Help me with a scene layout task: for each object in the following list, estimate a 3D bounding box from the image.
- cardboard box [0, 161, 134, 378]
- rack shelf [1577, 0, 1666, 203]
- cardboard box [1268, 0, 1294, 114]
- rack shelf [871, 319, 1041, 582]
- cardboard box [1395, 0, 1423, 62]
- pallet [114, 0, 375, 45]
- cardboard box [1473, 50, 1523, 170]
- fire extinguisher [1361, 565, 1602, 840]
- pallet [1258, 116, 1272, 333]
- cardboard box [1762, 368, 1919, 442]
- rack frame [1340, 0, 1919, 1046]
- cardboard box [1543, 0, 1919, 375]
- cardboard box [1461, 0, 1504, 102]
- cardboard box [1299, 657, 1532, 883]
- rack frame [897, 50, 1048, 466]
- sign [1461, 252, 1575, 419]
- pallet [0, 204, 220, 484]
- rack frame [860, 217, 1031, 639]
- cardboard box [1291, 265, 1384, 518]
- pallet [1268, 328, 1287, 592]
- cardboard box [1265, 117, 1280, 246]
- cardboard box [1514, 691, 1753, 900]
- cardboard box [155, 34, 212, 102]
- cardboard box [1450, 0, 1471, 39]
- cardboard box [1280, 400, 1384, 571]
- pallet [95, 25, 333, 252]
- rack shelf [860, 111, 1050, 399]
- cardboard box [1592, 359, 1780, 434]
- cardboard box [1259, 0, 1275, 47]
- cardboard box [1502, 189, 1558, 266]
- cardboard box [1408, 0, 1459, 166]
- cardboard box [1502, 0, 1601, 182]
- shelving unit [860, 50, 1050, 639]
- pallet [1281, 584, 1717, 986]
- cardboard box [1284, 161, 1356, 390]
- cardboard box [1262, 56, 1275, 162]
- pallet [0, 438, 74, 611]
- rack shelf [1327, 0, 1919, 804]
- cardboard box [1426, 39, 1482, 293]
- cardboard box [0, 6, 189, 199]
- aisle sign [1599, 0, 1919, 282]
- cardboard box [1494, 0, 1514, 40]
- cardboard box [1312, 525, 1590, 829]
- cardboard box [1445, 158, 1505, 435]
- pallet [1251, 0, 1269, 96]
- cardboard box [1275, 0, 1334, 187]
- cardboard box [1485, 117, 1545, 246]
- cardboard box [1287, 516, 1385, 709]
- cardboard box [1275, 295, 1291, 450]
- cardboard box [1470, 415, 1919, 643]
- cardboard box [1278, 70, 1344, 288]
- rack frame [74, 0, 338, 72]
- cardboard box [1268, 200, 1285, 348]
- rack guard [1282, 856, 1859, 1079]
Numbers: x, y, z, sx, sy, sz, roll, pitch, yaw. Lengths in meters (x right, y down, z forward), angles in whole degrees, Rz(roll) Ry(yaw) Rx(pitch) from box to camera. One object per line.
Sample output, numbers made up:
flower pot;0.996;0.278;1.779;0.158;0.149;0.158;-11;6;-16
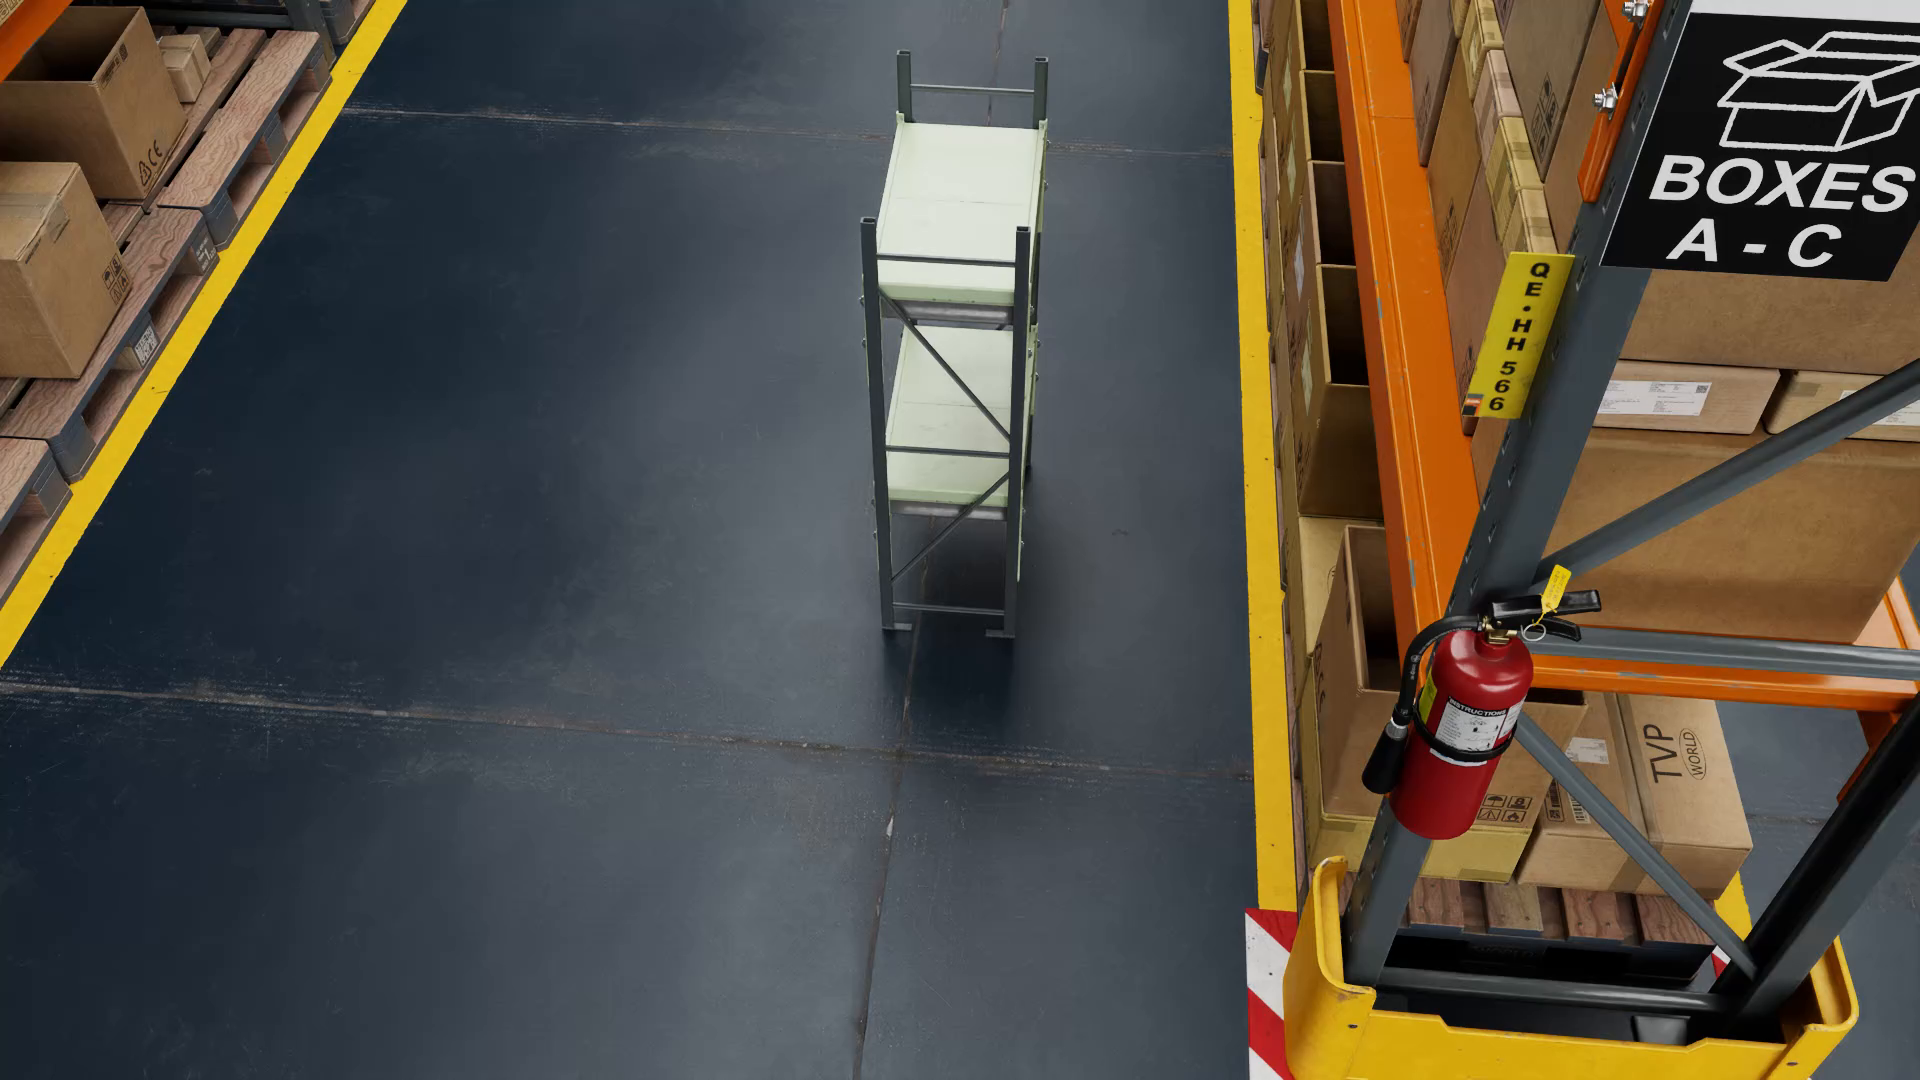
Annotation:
cardboard box;-3.217;-0.883;5.421;0.700;0.500;0.500;1;48;1
rack shelf;1.578;-2.030;3.529;1.077;0.370;4.000;4;48;4
cardboard box;1.406;-1.877;6.005;0.500;0.500;0.500;4;48;4
rack shelf;-0.001;-0.281;4.933;0.431;0.370;0.720;4;48;4
cardboard box;1.635;-1.681;4.687;0.700;0.500;0.500;5;48;4
pallet;-3.104;-2.692;7.569;1.003;0.211;1.213;4;48;4
cardboard box;1.311;-0.902;3.535;0.380;0.149;0.250;4;48;4
fire extinguisher;0.922;0.291;3.004;0.296;0.674;0.183;4;48;4
pallet;1.646;-1.208;6.211;1.003;0.211;1.213;4;48;4
cardboard box;1.646;-0.317;3.000;0.380;0.149;0.250;4;48;3
rack frame;1.395;0.209;3.026;1.000;3.000;0.127;4;48;4
cardboard box;1.455;-0.644;2.859;0.700;0.500;0.500;4;48;4
cardboard box;1.335;-1.095;3.712;0.380;0.149;0.250;5;48;5
cardboard box;1.150;0.581;4.264;0.500;0.250;0.500;4;48;4
rack frame;0.033;-0.770;4.938;0.400;1.500;0.023;4;48;4
sign;0.856;-0.308;2.554;0.100;0.325;0.005;4;48;4
pallet;-3.308;-0.725;5.770;1.003;0.211;1.213;4;48;4
rack frame;-0.034;-0.232;4.446;0.400;1.500;0.023;4;48;4
cardboard box;1.224;-0.408;4.661;0.500;0.500;0.500;4;48;4
pallet;1.537;-0.309;5.389;1.003;0.211;1.213;4;48;4
cardboard box;1.365;-1.256;5.945;0.500;0.250;0.500;4;48;4
cardboard box;1.666;0.616;4.232;0.500;0.250;0.500;4;48;4
cardboard box;-3.192;-1.858;6.538;0.380;0.166;0.250;-2;48;-2
cardboard box;1.357;-1.289;3.889;0.380;0.149;0.250;5;48;5
cardboard box;1.227;-0.154;4.937;0.500;0.250;0.500;4;48;4
pallet;-3.199;-1.624;6.592;1.003;0.211;1.213;4;48;4
rack shelf;-0.001;-0.765;4.404;0.431;0.370;0.720;4;48;4
cardboard box;1.240;-0.337;3.018;0.380;0.149;0.250;3;48;3
cardboard box;1.509;-2.268;6.871;0.500;0.250;0.500;3;48;3
cardboard box;1.263;-0.530;3.194;0.380;0.149;0.250;5;48;5
cardboard box;1.589;-1.305;4.343;0.700;0.500;0.500;5;48;5
cardboard box;1.498;-1.030;3.213;0.700;0.500;0.500;3;48;3
shelving unit;-0.001;-0.501;4.692;0.431;1.500;0.755;4;48;4
pallet;1.423;0.585;4.571;1.003;0.211;1.213;4;48;4
cardboard box;1.271;-0.775;4.997;0.500;0.500;0.500;4;48;4
cardboard box;1.416;-1.624;6.281;0.500;0.250;0.500;4;48;4
pallet;-3.422;0.169;4.952;1.003;0.211;1.213;4;48;4
rack shelf;1.578;-1.018;4.636;1.077;0.370;4.000;4;48;4
cardboard box;1.545;-0.918;3.989;0.700;0.500;0.500;4;48;4
cardboard box;-3.228;-1.600;6.077;0.500;0.500;0.500;1;48;1
aisle sign;1.097;-0.640;2.041;0.394;0.787;0.004;4;48;4
cardboard box;1.543;-1.401;3.552;0.700;0.500;0.500;4;48;4
cardboard box;1.148;0.328;3.988;0.500;0.500;0.500;4;48;4
cardboard box;1.494;-0.553;3.655;0.700;0.500;0.500;5;48;5
pallet;1.788;-2.333;7.241;1.003;0.211;1.213;4;48;4
cardboard box;1.368;-1.509;5.668;0.500;0.500;0.500;4;48;4
cardboard box;1.286;-0.717;3.366;0.380;0.149;0.250;3;48;3
cardboard box;1.184;0.213;4.601;0.500;0.250;0.500;4;48;4
cardboard box;1.275;-0.522;5.273;0.500;0.250;0.500;4;48;4
cardboard box;1.451;-0.167;3.302;0.700;0.500;0.500;4;48;4
cardboard box;1.315;-1.142;5.333;0.500;0.500;0.500;4;48;4
rack frame;-3.173;-3.061;6.017;1.000;3.000;0.127;4;48;4
cardboard box;1.314;-0.889;5.609;0.500;0.250;0.500;4;48;4
rack guard;1.393;1.070;3.932;1.175;0.500;0.348;4;48;4
